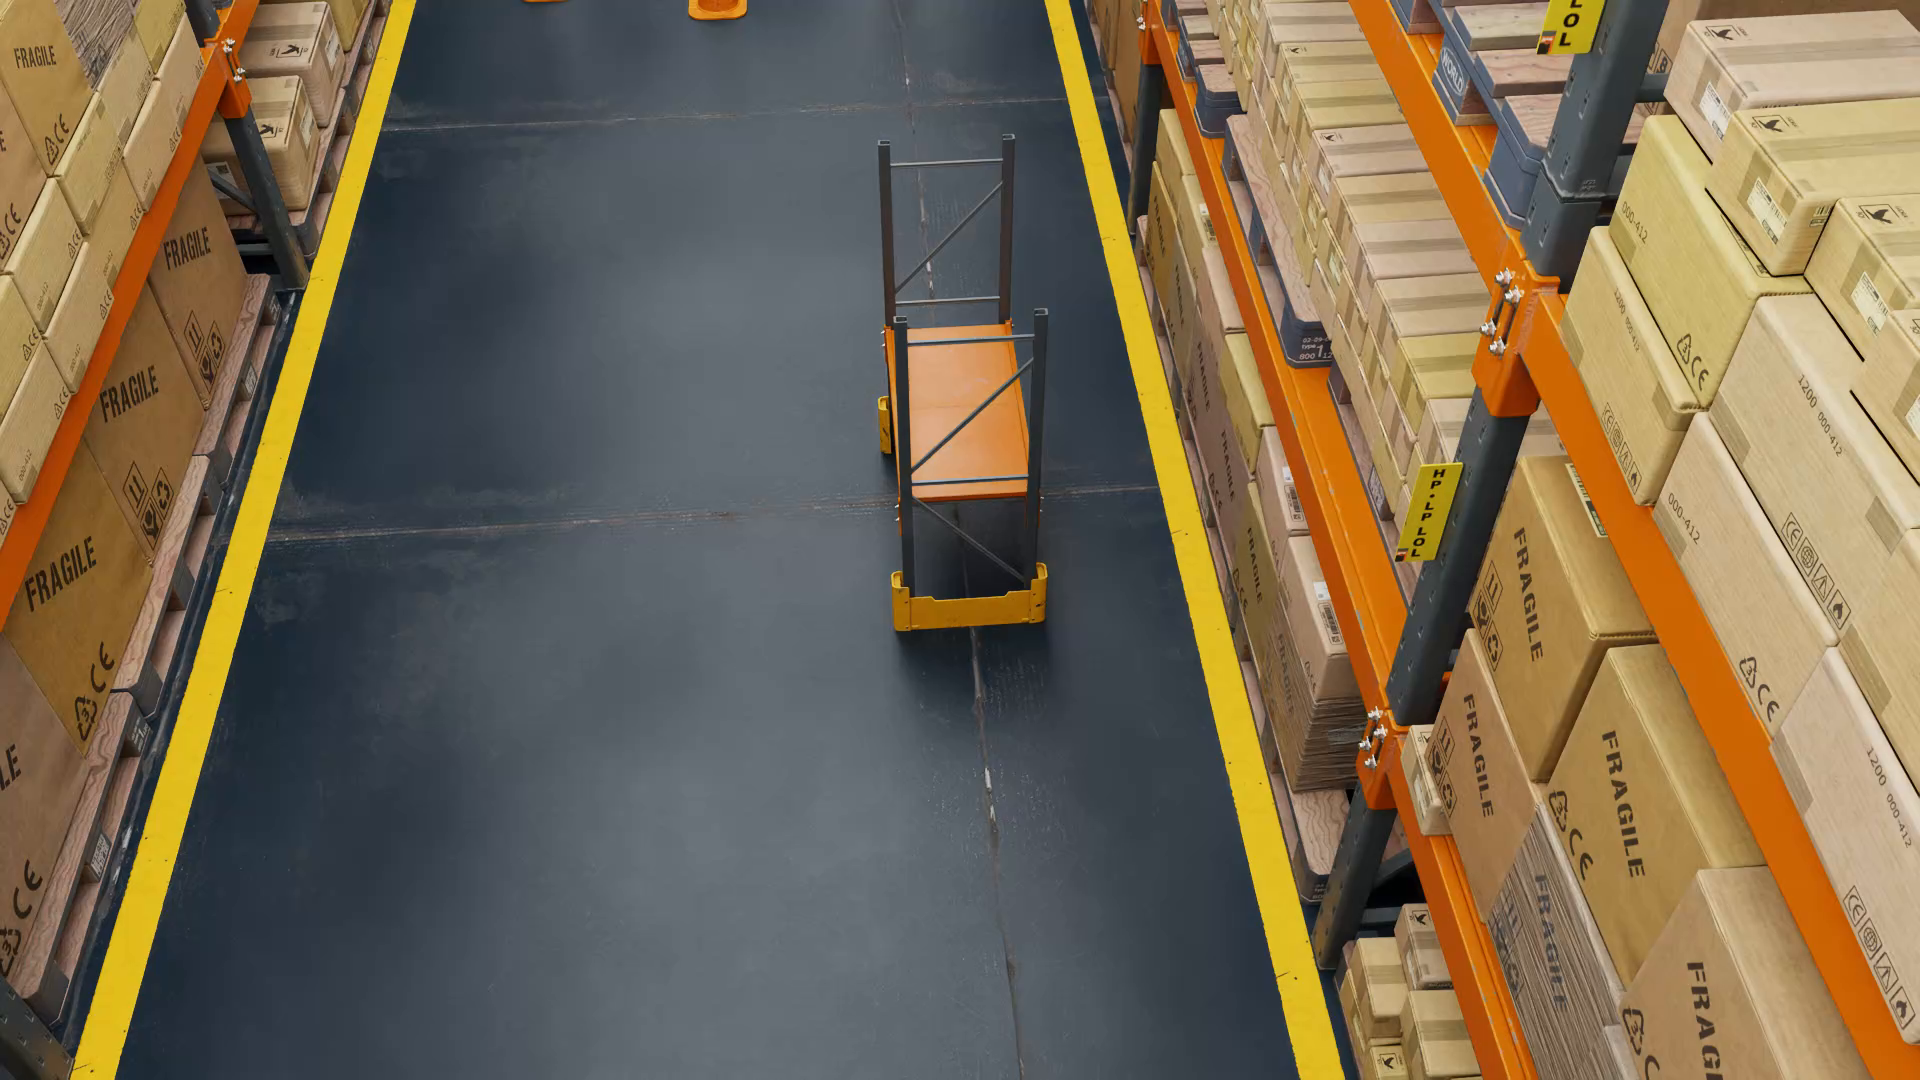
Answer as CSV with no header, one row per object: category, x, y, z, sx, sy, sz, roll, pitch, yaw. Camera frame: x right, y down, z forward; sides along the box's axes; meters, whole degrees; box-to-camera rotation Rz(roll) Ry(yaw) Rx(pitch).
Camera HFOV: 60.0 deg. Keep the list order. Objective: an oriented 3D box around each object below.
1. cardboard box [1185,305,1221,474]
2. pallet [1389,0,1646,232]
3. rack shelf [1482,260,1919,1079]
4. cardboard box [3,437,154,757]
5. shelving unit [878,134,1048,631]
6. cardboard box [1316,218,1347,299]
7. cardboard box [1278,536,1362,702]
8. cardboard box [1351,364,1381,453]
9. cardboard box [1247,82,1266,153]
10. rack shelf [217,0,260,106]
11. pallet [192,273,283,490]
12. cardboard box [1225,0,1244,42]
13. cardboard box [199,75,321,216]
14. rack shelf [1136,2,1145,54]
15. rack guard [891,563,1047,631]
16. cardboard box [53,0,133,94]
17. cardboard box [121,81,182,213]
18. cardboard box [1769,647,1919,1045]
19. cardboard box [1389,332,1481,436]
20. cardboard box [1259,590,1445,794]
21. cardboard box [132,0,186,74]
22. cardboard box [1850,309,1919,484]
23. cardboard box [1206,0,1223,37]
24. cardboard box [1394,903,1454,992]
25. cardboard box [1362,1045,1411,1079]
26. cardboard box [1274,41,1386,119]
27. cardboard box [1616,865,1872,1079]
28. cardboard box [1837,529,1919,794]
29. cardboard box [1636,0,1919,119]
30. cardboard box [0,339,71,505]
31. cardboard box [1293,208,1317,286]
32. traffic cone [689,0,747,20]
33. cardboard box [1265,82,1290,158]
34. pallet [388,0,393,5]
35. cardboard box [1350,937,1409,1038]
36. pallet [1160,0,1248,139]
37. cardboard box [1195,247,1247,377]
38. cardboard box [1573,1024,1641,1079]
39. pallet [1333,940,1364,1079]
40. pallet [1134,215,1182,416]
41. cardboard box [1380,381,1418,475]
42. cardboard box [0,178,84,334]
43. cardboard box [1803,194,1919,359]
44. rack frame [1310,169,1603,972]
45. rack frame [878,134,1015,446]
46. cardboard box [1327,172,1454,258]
cardboard box,1.226,-0.617,6.701,0.500,0.500,0.500,-5,47,-4
pallet,1.717,-1.120,3.808,1.213,0.211,1.003,-3,47,-3
rack shelf,1.830,0.963,2.202,1.077,0.370,4.000,-3,47,-3
cardboard box,-3.477,0.163,5.704,0.875,0.875,0.875,-2,47,-2
shelving unit,-0.006,-0.571,6.258,0.587,1.500,1.083,-3,47,-3
cardboard box,1.343,-0.893,5.208,0.380,0.149,0.250,-6,47,-5
cardboard box,1.348,0.234,5.379,0.500,0.250,0.500,-5,47,-4
cardboard box,1.390,-0.402,4.948,0.380,0.149,0.250,-4,47,-3
cardboard box,1.258,-1.539,6.026,0.380,0.149,0.250,-2,47,-2
rack shelf,-3.764,-3.420,8.418,1.077,0.370,4.000,-3,47,-3
pallet,-3.606,-0.686,7.255,1.003,0.211,1.213,-3,47,-3
cardboard box,1.218,-2.004,6.261,0.380,0.149,0.250,-5,47,-5
cardboard box,-3.634,-1.871,7.976,0.950,0.372,0.625,-6,47,-6
rack shelf,1.160,-3.794,8.773,1.077,0.370,4.000,-3,47,-3
rack guard,0.035,0.219,6.370,0.587,0.250,0.087,-3,47,-3
cardboard box,-3.242,-1.870,5.697,0.500,0.500,0.500,-3,47,-3
cardboard box,-3.237,-1.450,6.161,0.500,0.250,0.500,-3,47,-3
cardboard box,1.513,0.411,2.332,0.500,0.250,0.500,-2,47,-2
cardboard box,1.411,-0.436,4.571,0.380,0.149,0.250,-5,47,-4
cardboard box,1.349,0.495,5.648,0.500,0.500,0.500,-4,47,-4
cardboard box,-3.303,-2.006,6.343,0.500,0.250,0.500,-4,47,-3
cardboard box,1.489,-0.196,2.288,0.380,0.149,0.250,-5,47,-4
cardboard box,1.186,-2.122,6.578,0.380,0.149,0.250,-1,47,-1
cardboard box,1.485,1.193,4.819,0.380,0.149,0.250,-2,47,-2
cardboard box,1.395,1.611,4.832,0.380,0.149,0.250,-2,47,-2
cardboard box,1.285,-1.560,5.635,0.380,0.149,0.250,-2,47,-2
cardboard box,1.527,0.901,2.868,0.500,0.500,0.500,-3,47,-3
cardboard box,1.529,0.236,2.153,0.500,0.250,0.500,-3,47,-3
cardboard box,1.740,-1.191,3.388,0.700,0.500,0.500,-3,47,-3
cardboard box,-3.108,-0.355,5.124,0.500,0.250,0.500,-4,47,-4
cardboard box,1.319,-0.976,5.492,0.380,0.149,0.250,-2,47,-2
traffic cone,-1.412,-3.281,9.539,0.336,0.463,0.334,-3,47,-3
cardboard box,1.277,-1.461,5.747,0.380,0.149,0.250,-4,47,-4
pallet,-3.865,-3.592,10.007,1.003,0.211,1.213,-3,47,-3
cardboard box,1.374,1.315,4.908,0.380,0.149,0.250,-2,47,-1
pallet,1.493,-2.019,6.728,1.213,0.211,1.003,-3,47,-3
cardboard box,1.215,-0.898,6.450,0.500,0.250,0.500,-3,47,-3
cardboard box,1.507,1.261,3.216,0.500,0.500,0.500,-4,47,-4
pallet,1.754,1.742,4.954,1.003,0.211,1.213,-3,47,-3
pallet,1.391,-1.070,7.618,1.003,0.211,1.213,-3,47,-3
cardboard box,1.409,-0.327,4.673,0.380,0.149,0.250,-3,47,-3
cardboard box,-3.150,-0.890,5.286,0.500,0.250,0.500,-5,47,-4
cardboard box,1.512,-0.387,2.469,0.380,0.149,0.250,-4,47,-4
rack frame,1.662,0.300,4.400,1.000,3.000,0.127,-3,47,-3
rack frame,-0.050,-0.945,6.612,0.500,1.500,0.032,-3,47,-3
cardboard box,1.352,-0.991,5.096,0.380,0.149,0.250,-5,47,-5
